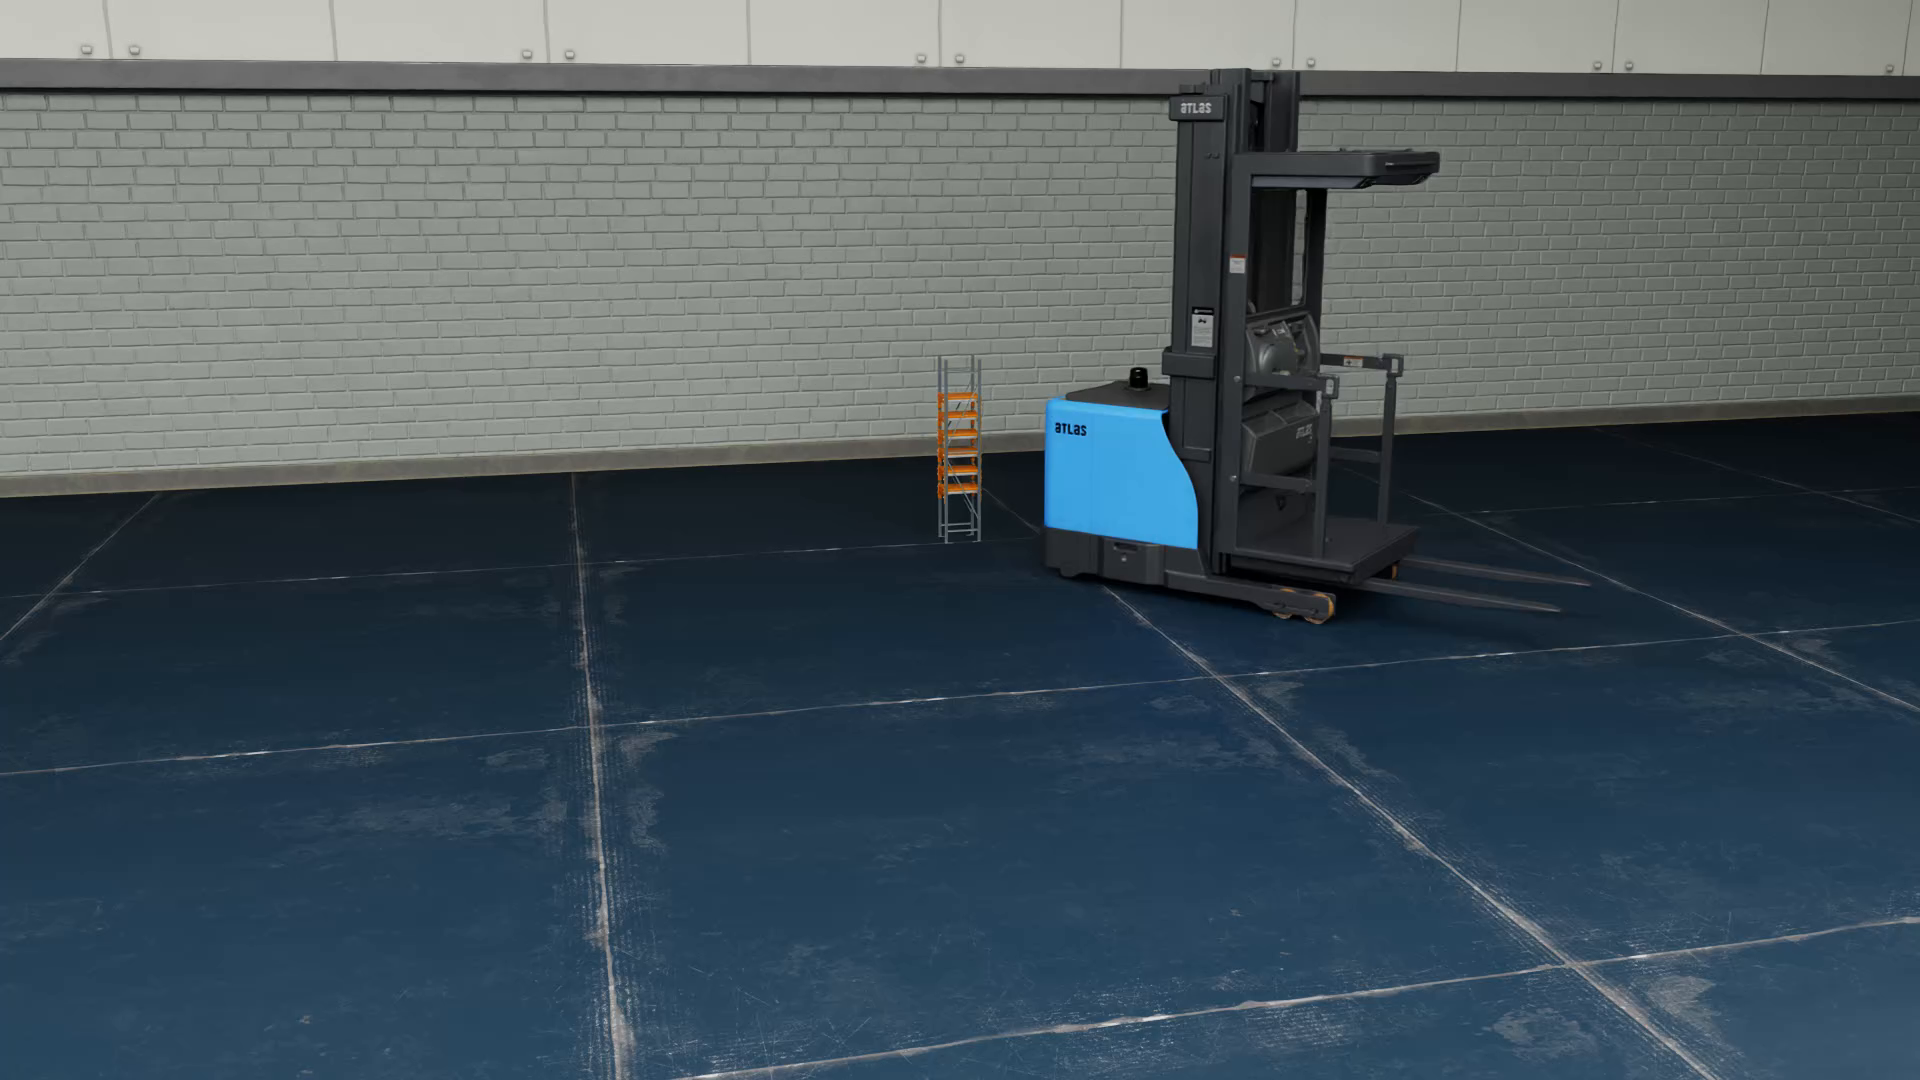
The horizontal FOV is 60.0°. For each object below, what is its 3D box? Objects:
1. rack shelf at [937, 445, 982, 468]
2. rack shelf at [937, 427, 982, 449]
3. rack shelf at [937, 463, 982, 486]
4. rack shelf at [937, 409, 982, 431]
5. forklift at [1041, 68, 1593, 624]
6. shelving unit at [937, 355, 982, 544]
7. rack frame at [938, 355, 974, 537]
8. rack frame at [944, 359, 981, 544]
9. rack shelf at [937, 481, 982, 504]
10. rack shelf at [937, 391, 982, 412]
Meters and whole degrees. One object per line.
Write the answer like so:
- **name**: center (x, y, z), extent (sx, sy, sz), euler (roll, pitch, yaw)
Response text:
- **rack shelf**: center (-0.003, -0.543, 10.809), extent (0.258, 0.103, 0.180), euler (-3, 14, -13)
- **rack shelf**: center (-0.003, -0.660, 10.780), extent (0.258, 0.103, 0.180), euler (-3, 14, -13)
- **rack shelf**: center (-0.003, -0.426, 10.837), extent (0.258, 0.103, 0.180), euler (-3, 14, -13)
- **rack shelf**: center (-0.003, -0.776, 10.752), extent (0.258, 0.103, 0.180), euler (-3, 14, -13)
- **forklift**: center (1.997, -1.109, 9.291), extent (3.031, 2.935, 1.130), euler (9, 16, 33)
- **shelving unit**: center (-0.003, -0.586, 10.798), extent (0.258, 1.200, 0.189), euler (-3, 14, -13)
- **rack frame**: center (-0.025, -0.607, 10.885), extent (0.240, 1.200, 0.006), euler (-3, 14, -13)
- **rack frame**: center (0.018, -0.565, 10.712), extent (0.240, 1.200, 0.006), euler (-3, 14, -13)
- **rack shelf**: center (-0.003, -0.310, 10.866), extent (0.258, 0.103, 0.180), euler (-3, 14, -13)
- **rack shelf**: center (-0.003, -0.893, 10.723), extent (0.258, 0.103, 0.180), euler (-3, 14, -13)
